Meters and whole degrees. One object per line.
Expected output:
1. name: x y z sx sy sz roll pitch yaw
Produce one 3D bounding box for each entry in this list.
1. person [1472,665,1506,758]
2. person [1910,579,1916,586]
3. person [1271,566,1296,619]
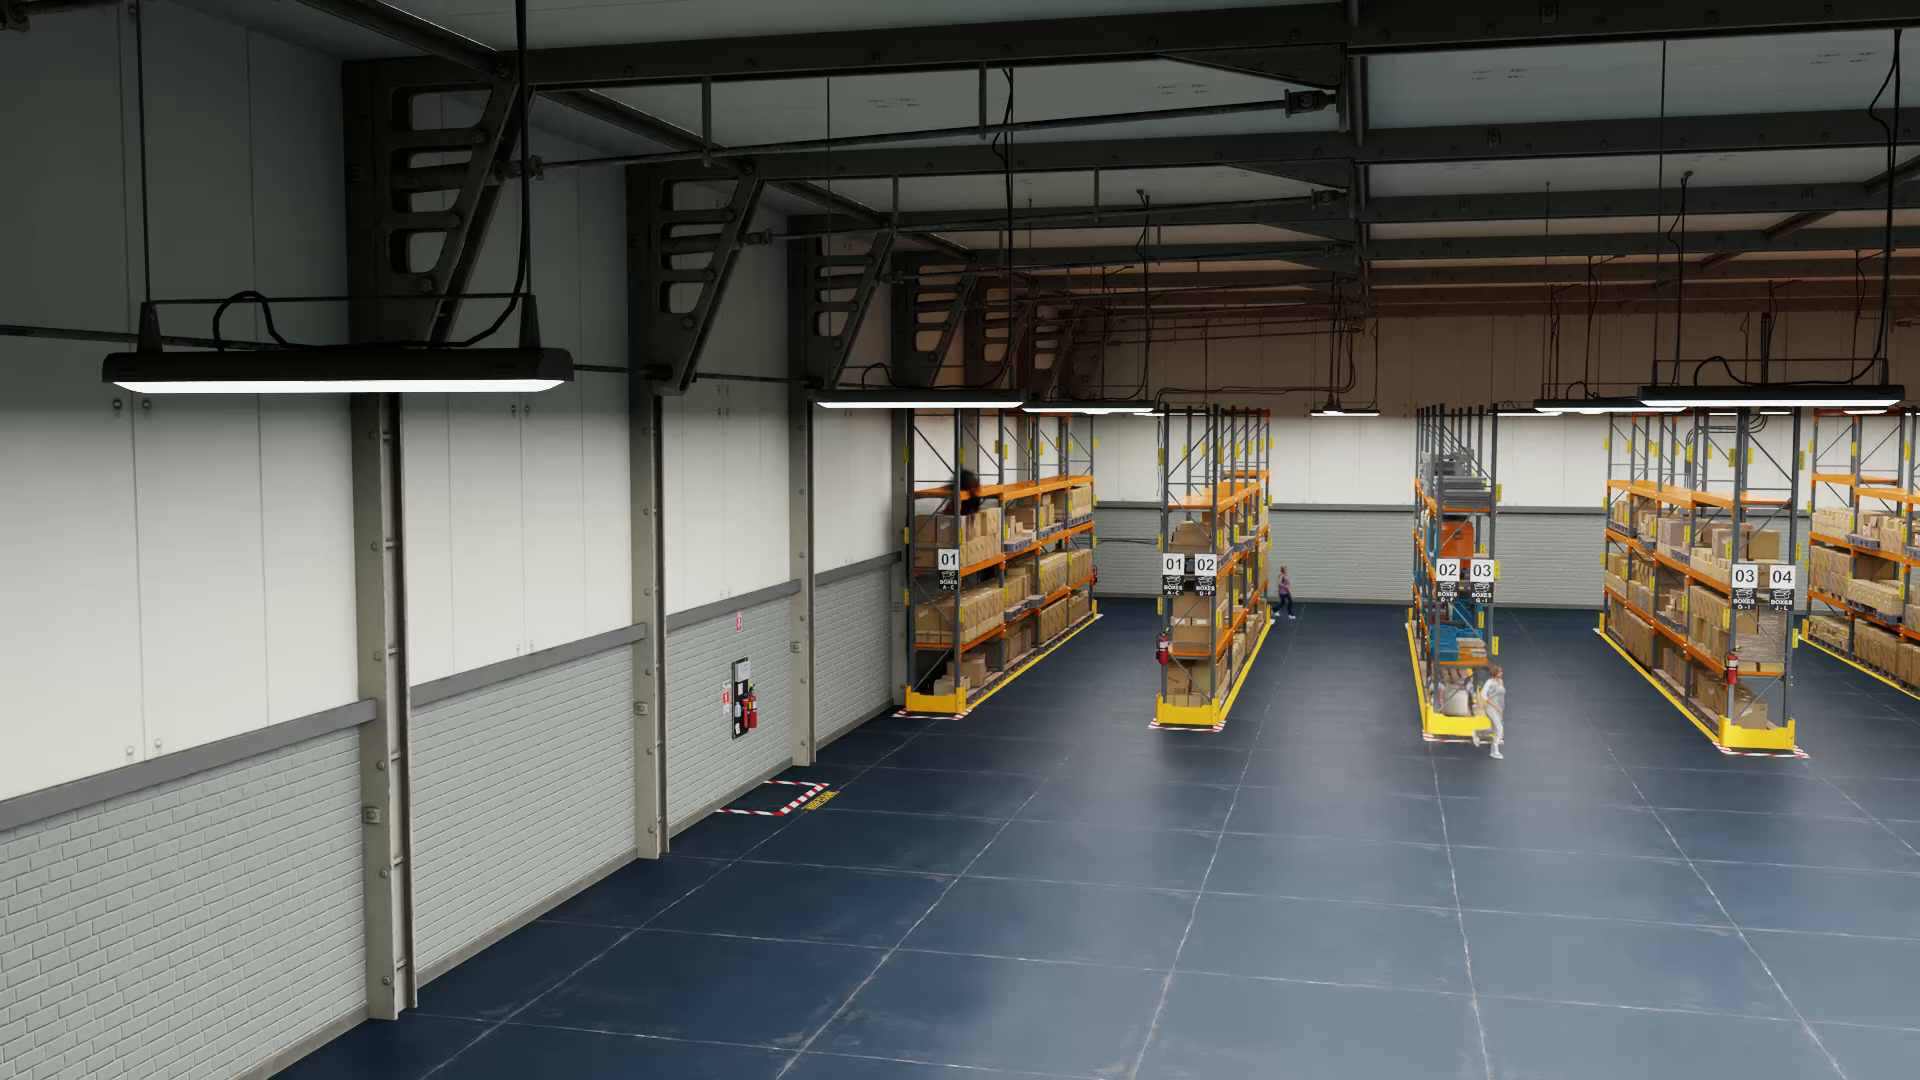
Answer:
1. person: 9.028 2.906 28.342 0.567 1.543 0.644 -4 6 -43
2. person: 23.855 1.821 41.787 0.635 1.684 0.650 0 4 2
3. person: 9.198 1.515 47.580 0.733 1.593 0.648 3 5 34
